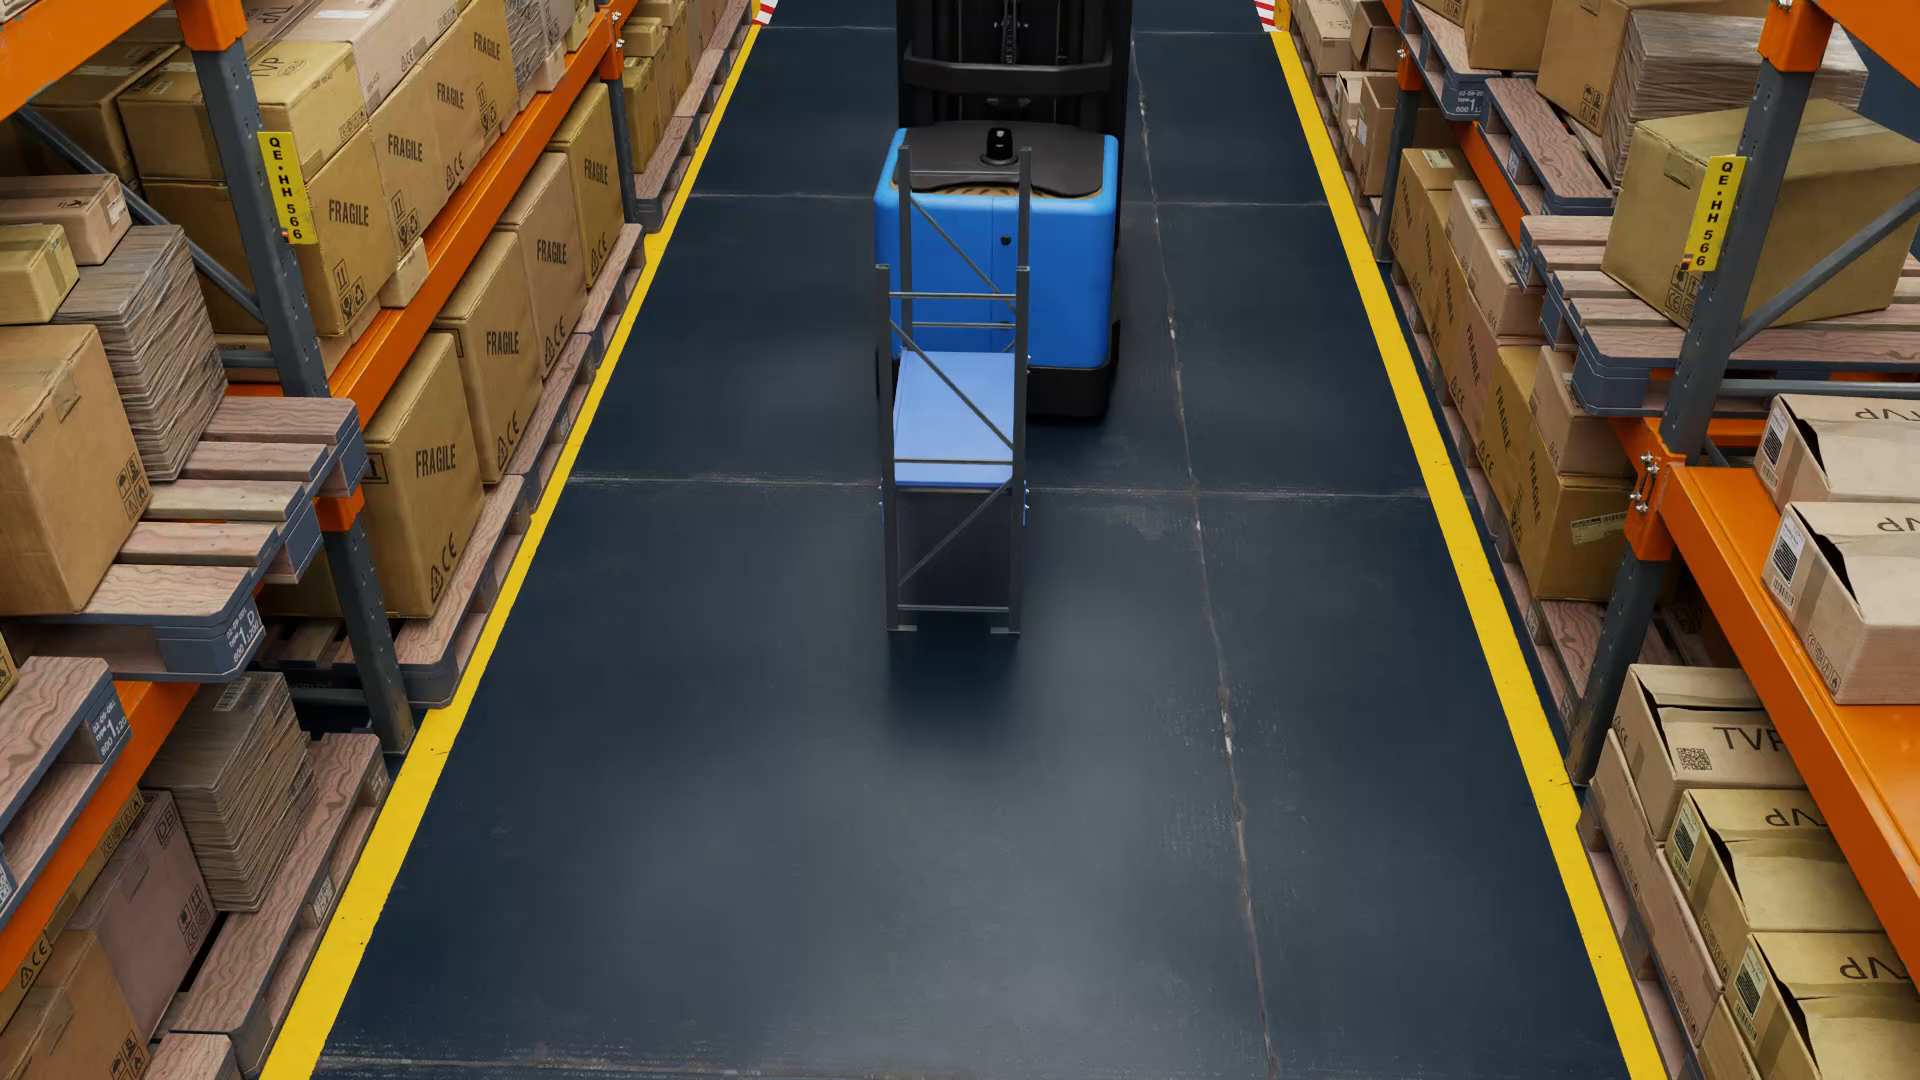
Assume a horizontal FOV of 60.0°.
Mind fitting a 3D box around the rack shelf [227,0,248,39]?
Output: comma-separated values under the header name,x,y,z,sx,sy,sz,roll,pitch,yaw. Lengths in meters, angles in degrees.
name,x,y,z,sx,sy,sz,roll,pitch,yaw
rack shelf,-2.315,-2.613,5.877,1.077,0.370,4.000,1,35,2

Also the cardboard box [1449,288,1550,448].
name,x,y,z,sx,sy,sz,roll,pitch,yaw
cardboard box,2.393,-0.718,6.955,0.500,0.500,0.500,0,35,0

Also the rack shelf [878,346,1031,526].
name,x,y,z,sx,sy,sz,roll,pitch,yaw
rack shelf,-0.003,-0.417,6.352,0.538,0.185,1.000,1,35,2

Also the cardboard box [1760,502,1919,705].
name,x,y,z,sx,sy,sz,roll,pitch,yaw
cardboard box,2.325,0.127,4.039,0.500,0.311,0.500,1,35,1

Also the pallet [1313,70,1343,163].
name,x,y,z,sx,sy,sz,roll,pitch,yaw
pallet,2.789,-2.674,10.371,1.003,0.211,1.213,1,35,2

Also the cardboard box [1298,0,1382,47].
name,x,y,z,sx,sy,sz,roll,pitch,yaw
cardboard box,2.550,-3.477,11.098,0.500,0.250,0.500,1,35,2

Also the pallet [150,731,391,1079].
name,x,y,z,sx,sy,sz,roll,pitch,yaw
pallet,-2.429,1.058,5.061,1.003,0.211,1.213,1,35,2

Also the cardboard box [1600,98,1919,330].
name,x,y,z,sx,sy,sz,roll,pitch,yaw
cardboard box,2.467,-0.996,5.107,0.700,0.500,0.500,-10,36,-14

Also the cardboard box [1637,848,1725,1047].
name,x,y,z,sx,sy,sz,roll,pitch,yaw
cardboard box,2.220,1.117,4.578,0.500,0.250,0.500,0,35,1

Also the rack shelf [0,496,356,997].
name,x,y,z,sx,sy,sz,roll,pitch,yaw
rack shelf,-2.476,0.912,3.469,1.077,0.370,4.000,1,35,2

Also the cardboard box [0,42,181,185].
name,x,y,z,sx,sy,sz,roll,pitch,yaw
cardboard box,-2.637,-1.276,4.941,0.500,0.250,0.500,2,35,3

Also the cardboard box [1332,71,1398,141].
name,x,y,z,sx,sy,sz,roll,pitch,yaw
cardboard box,2.484,-2.562,9.743,0.500,0.311,0.500,1,35,2

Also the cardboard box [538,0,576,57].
name,x,y,z,sx,sy,sz,roll,pitch,yaw
cardboard box,-2.012,-2.436,7.244,0.500,0.500,0.500,2,35,2

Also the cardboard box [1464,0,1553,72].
name,x,y,z,sx,sy,sz,roll,pitch,yaw
cardboard box,2.508,-2.267,6.914,0.700,0.500,0.500,7,36,9

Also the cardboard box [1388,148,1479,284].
name,x,y,z,sx,sy,sz,roll,pitch,yaw
cardboard box,2.452,-1.602,8.213,0.500,0.500,0.500,0,35,0

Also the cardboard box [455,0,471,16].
name,x,y,z,sx,sy,sz,roll,pitch,yaw
cardboard box,-2.069,-2.154,6.190,0.500,0.250,0.500,1,35,1

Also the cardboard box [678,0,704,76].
name,x,y,z,sx,sy,sz,roll,pitch,yaw
cardboard box,-2.042,-3.296,10.640,0.700,0.500,0.500,0,35,0

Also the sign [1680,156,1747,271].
name,x,y,z,sx,sy,sz,roll,pitch,yaw
sign,2.011,-0.868,4.438,0.100,0.325,0.005,1,35,2

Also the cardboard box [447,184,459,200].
name,x,y,z,sx,sy,sz,roll,pitch,yaw
cardboard box,-2.127,-1.361,6.278,0.380,0.149,0.250,2,35,3

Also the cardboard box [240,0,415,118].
name,x,y,z,sx,sy,sz,roll,pitch,yaw
cardboard box,-2.099,-1.573,5.364,0.500,0.250,0.500,1,35,1

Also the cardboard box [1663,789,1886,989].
name,x,y,z,sx,sy,sz,roll,pitch,yaw
cardboard box,2.227,0.901,4.398,0.500,0.311,0.500,1,35,1

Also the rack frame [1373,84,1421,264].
name,x,y,z,sx,sy,sz,roll,pitch,yaw
rack frame,2.715,-2.717,8.008,1.000,3.000,0.127,1,35,2

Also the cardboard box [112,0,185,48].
name,x,y,z,sx,sy,sz,roll,pitch,yaw
cardboard box,-2.612,-1.573,5.364,0.500,0.250,0.500,0,35,0

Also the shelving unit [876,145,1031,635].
name,x,y,z,sx,sy,sz,roll,pitch,yaw
shelving unit,-0.003,-0.565,6.249,0.538,1.500,1.048,1,35,2

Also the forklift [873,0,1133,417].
name,x,y,z,sx,sy,sz,roll,pitch,yaw
forklift,0.273,-2.579,7.870,1.130,2.935,3.031,3,35,4

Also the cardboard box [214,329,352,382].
name,x,y,z,sx,sy,sz,roll,pitch,yaw
cardboard box,-2.151,-0.621,5.226,0.380,0.149,0.250,1,35,1

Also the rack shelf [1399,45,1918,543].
name,x,y,z,sx,sy,sz,roll,pitch,yaw
rack shelf,2.634,-1.274,6.580,1.077,0.370,4.000,1,35,2

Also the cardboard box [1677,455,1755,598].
name,x,y,z,sx,sy,sz,roll,pitch,yaw
cardboard box,2.873,-0.132,6.121,0.500,0.500,0.500,0,35,0

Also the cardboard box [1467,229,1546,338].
name,x,y,z,sx,sy,sz,roll,pitch,yaw
cardboard box,2.392,-1.046,6.769,0.500,0.250,0.500,1,35,1

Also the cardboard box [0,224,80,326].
name,x,y,z,sx,sy,sz,roll,pitch,yaw
cardboard box,-2.378,-0.634,4.009,0.380,0.149,0.250,-4,35,-6

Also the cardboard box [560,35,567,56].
name,x,y,z,sx,sy,sz,roll,pitch,yaw
cardboard box,-2.008,-2.241,7.531,0.380,0.149,0.250,2,35,3

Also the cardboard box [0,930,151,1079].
name,x,y,z,sx,sy,sz,roll,pitch,yaw
cardboard box,-2.501,1.305,4.075,0.700,0.500,0.500,1,35,2

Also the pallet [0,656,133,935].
name,x,y,z,sx,sy,sz,roll,pitch,yaw
pallet,-2.434,0.685,3.333,1.003,0.211,1.213,1,35,2

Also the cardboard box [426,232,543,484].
name,x,y,z,sx,sy,sz,roll,pitch,yaw
cardboard box,-2.194,-0.746,6.708,0.750,0.750,0.750,1,35,2

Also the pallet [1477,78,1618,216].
name,x,y,z,sx,sy,sz,roll,pitch,yaw
pallet,2.628,-1.458,6.383,1.003,0.211,1.213,1,35,2

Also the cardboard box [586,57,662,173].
name,x,y,z,sx,sy,sz,roll,pitch,yaw
cardboard box,-2.103,-2.406,9.374,0.700,0.500,0.500,2,35,2

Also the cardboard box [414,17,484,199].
name,x,y,z,sx,sy,sz,roll,pitch,yaw
cardboard box,-2.069,-1.561,6.000,0.500,0.500,0.500,1,35,2

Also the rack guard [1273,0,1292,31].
name,x,y,z,sx,sy,sz,roll,pitch,yaw
rack guard,2.872,-3.949,11.934,1.175,0.500,0.348,1,35,2

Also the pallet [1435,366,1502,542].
name,x,y,z,sx,sy,sz,roll,pitch,yaw
pallet,2.674,-0.406,7.144,1.003,0.211,1.213,1,35,2

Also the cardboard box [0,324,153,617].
name,x,y,z,sx,sy,sz,roll,pitch,yaw
cardboard box,-2.400,-0.160,3.900,0.700,0.500,0.500,-2,35,-3

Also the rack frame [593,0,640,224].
name,x,y,z,sx,sy,sz,roll,pitch,yaw
rack frame,-2.235,-2.830,8.168,1.000,3.000,0.127,1,35,2

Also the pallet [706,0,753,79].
name,x,y,z,sx,sy,sz,roll,pitch,yaw
pallet,-2.028,-3.526,11.583,1.003,0.211,1.213,1,35,2

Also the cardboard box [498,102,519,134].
name,x,y,z,sx,sy,sz,roll,pitch,yaw
cardboard box,-2.061,-1.805,6.911,0.380,0.149,0.250,0,35,1
